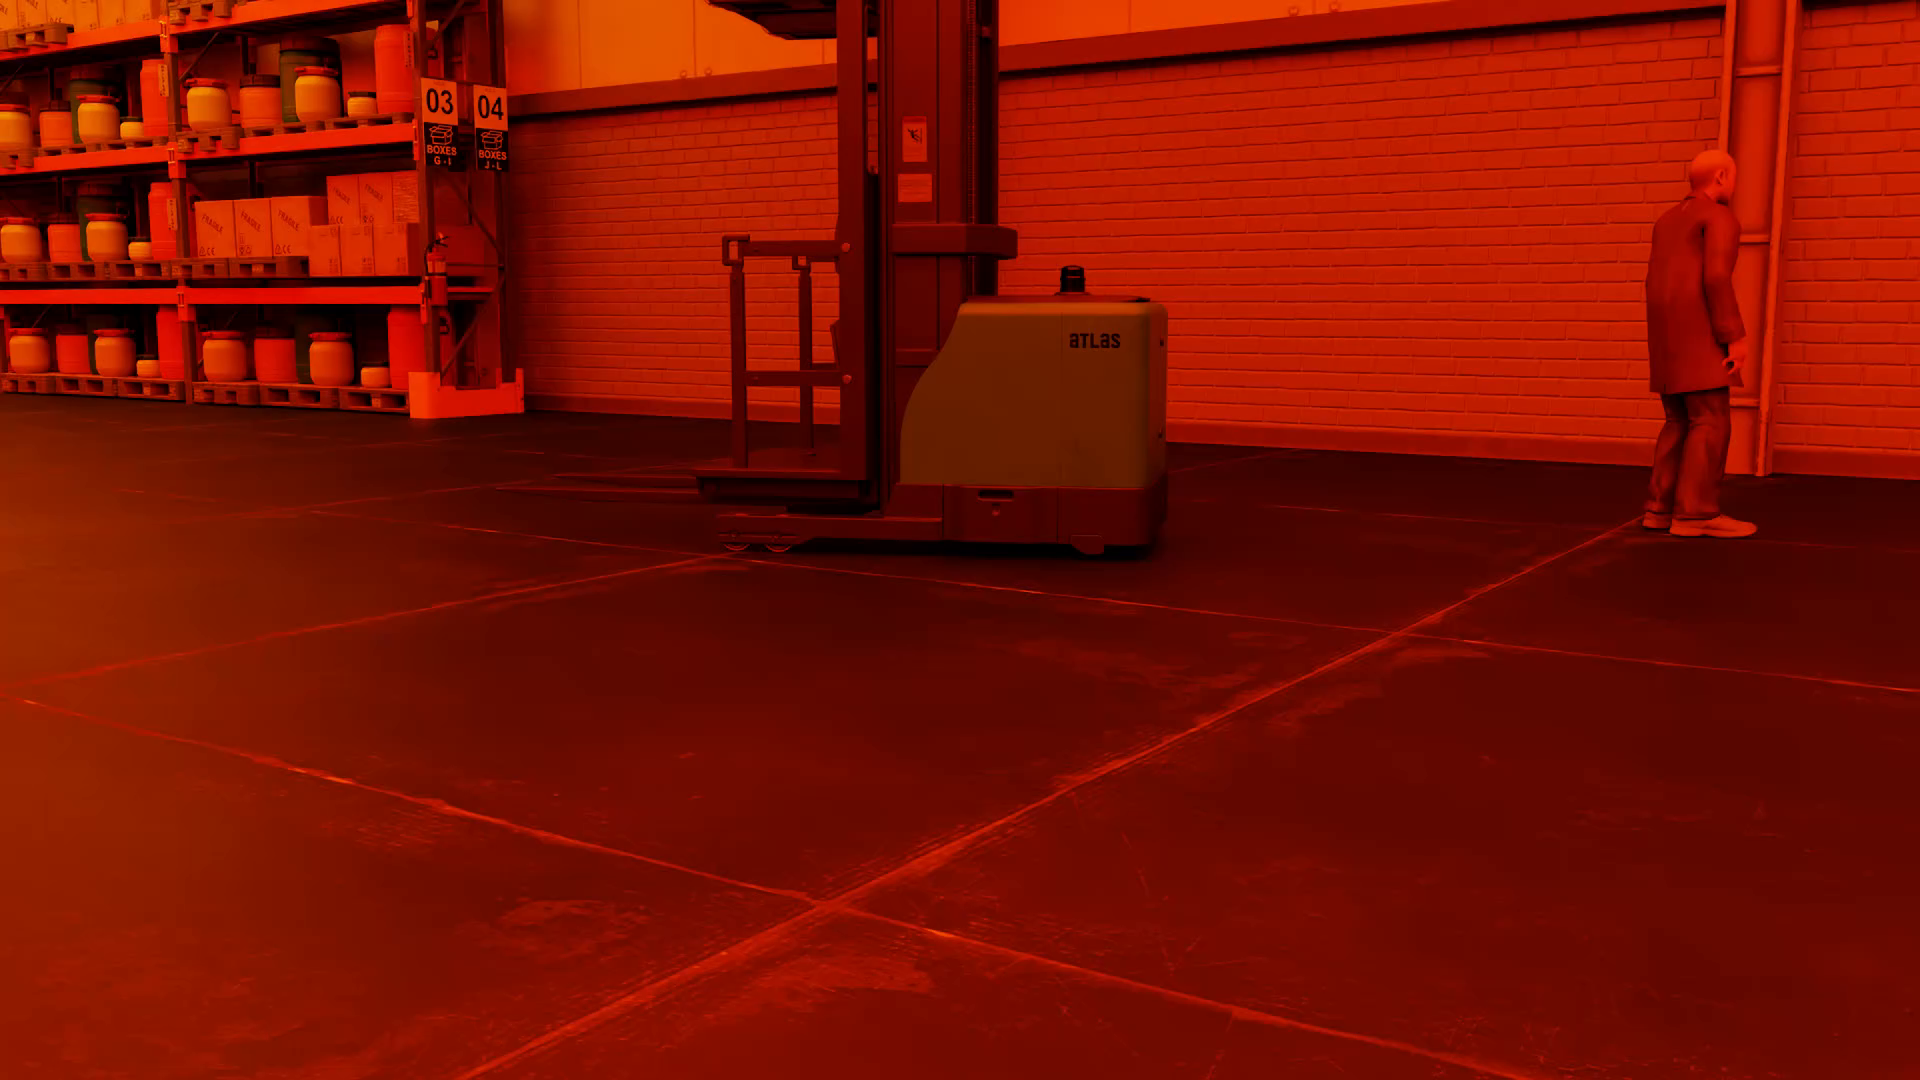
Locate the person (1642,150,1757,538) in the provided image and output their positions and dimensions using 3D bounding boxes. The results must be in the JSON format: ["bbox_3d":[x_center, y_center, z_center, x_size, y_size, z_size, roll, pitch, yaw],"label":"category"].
[{"bbox_3d":[3.466,-0.922,7.782,0.385,1.774,0.610,-1,8,-6],"label":"person"}]

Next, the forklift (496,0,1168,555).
[{"bbox_3d":[-0.596,-1.437,7.525,3.031,2.867,1.129,2,8,12],"label":"forklift"}]
